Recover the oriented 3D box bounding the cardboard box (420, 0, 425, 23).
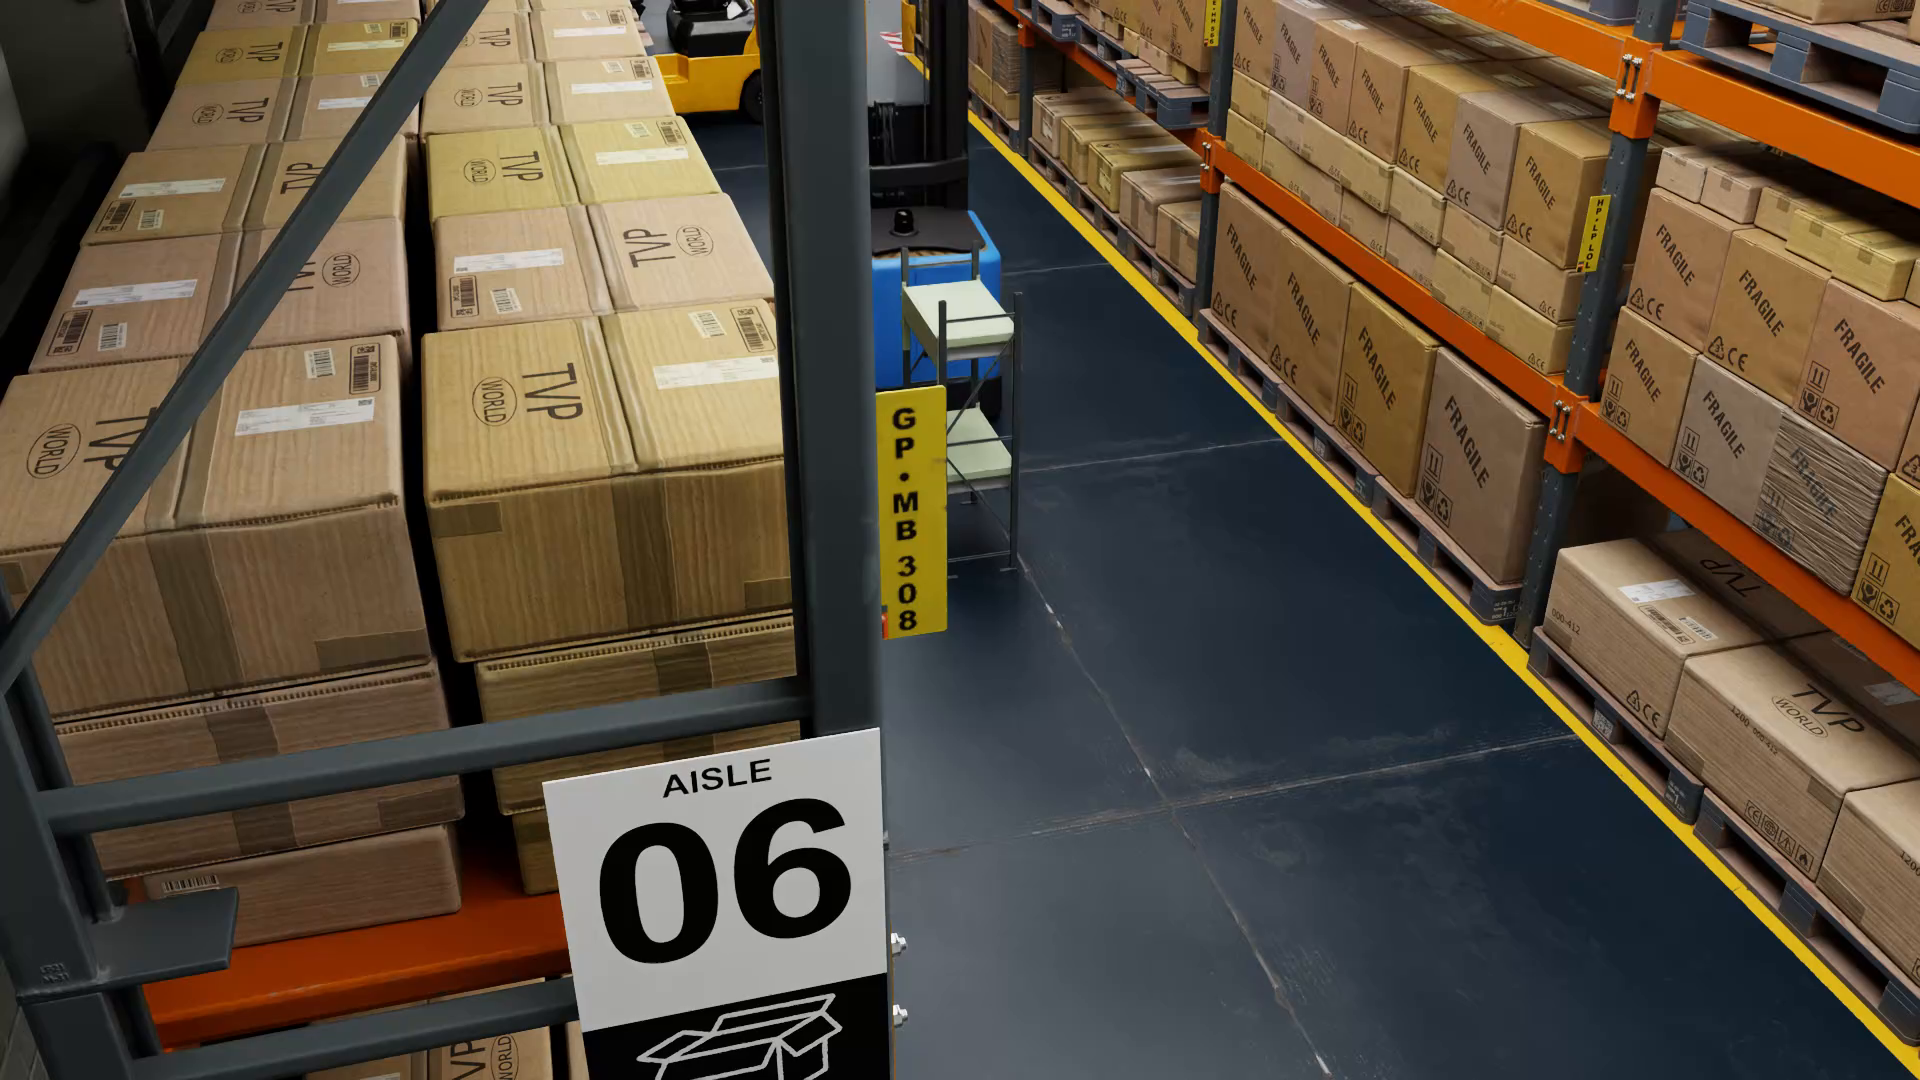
[{"bbox_3d":[-1.792,-1.510,4.724,0.500,0.250,0.500,-8,31,-14],"label":"cardboard box"}]

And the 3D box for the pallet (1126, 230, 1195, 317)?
[{"bbox_3d":[1.868,-1.973,11.948,1.003,0.211,1.213,-8,31,-13],"label":"pallet"}]

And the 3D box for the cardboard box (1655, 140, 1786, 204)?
[{"bbox_3d":[2.969,-1.440,6.498,0.380,0.149,0.250,-8,31,-14],"label":"cardboard box"}]

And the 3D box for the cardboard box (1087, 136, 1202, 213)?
[{"bbox_3d":[1.534,-2.843,12.872,0.950,0.372,0.625,-7,31,-12],"label":"cardboard box"}]

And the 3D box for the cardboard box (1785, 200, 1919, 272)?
[{"bbox_3d":[3.168,-1.072,5.863,0.380,0.149,0.250,-8,31,-14],"label":"cardboard box"}]

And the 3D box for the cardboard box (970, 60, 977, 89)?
[{"bbox_3d":[0.315,-4.478,15.818,0.500,0.250,0.500,-7,31,-13],"label":"cardboard box"}]

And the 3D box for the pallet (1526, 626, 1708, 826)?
[{"bbox_3d":[3.262,0.714,7.306,1.003,0.211,1.213,-8,31,-13],"label":"pallet"}]

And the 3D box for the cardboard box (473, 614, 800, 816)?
[{"bbox_3d":[-0.442,0.111,2.423,0.500,0.250,0.500,-8,31,-14],"label":"cardboard box"}]

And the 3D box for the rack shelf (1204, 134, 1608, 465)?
[{"bbox_3d":[2.605,-1.525,9.109,1.077,0.370,4.000,-8,31,-13],"label":"rack shelf"}]

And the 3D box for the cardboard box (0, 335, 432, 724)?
[{"bbox_3d":[-0.975,-0.033,2.172,0.500,0.250,0.500,-9,31,-15],"label":"cardboard box"}]

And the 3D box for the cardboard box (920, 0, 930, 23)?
[{"bbox_3d":[-0.095,-5.545,16.912,0.500,0.500,0.500,-9,31,-15],"label":"cardboard box"}]

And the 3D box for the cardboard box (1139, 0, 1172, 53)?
[{"bbox_3d":[1.537,-3.587,11.137,0.500,0.500,0.500,-8,31,-14],"label":"cardboard box"}]

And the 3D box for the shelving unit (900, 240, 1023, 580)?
[{"bbox_3d":[-0.002,-0.652,8.380,0.431,1.500,0.755,-8,31,-13],"label":"shelving unit"}]

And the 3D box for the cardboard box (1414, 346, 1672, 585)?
[{"bbox_3d":[2.894,-0.421,8.186,0.875,0.875,0.875,-7,31,-12],"label":"cardboard box"}]

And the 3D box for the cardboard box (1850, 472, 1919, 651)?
[{"bbox_3d":[3.400,0.081,5.516,0.500,0.500,0.500,-7,31,-12],"label":"cardboard box"}]

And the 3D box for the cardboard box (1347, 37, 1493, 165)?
[{"bbox_3d":[2.363,-2.273,8.585,0.500,0.500,0.500,-7,31,-12],"label":"cardboard box"}]

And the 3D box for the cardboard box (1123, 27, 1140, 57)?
[{"bbox_3d":[1.363,-3.492,11.620,0.380,0.149,0.250,-7,31,-12],"label":"cardboard box"}]

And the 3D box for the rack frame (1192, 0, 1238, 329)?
[{"bbox_3d":[2.074,-2.802,10.597,1.000,3.000,0.127,-8,31,-13],"label":"rack frame"}]

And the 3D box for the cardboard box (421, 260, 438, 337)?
[{"bbox_3d":[-1.244,-0.307,3.144,0.500,0.250,0.500,-9,31,-14],"label":"cardboard box"}]

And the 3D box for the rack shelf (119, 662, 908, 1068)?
[{"bbox_3d":[-1.118,-0.230,3.876,1.077,0.370,4.000,-8,31,-13],"label":"rack shelf"}]

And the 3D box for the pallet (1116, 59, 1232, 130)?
[{"bbox_3d":[1.782,-3.049,11.215,1.213,0.211,1.003,-8,31,-13],"label":"pallet"}]

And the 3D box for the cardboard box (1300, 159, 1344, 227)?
[{"bbox_3d":[2.248,-1.968,9.305,0.500,0.250,0.500,-7,31,-12],"label":"cardboard box"}]

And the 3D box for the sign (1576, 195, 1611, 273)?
[{"bbox_3d":[2.615,-1.260,6.856,0.100,0.325,0.005,-8,31,-13],"label":"sign"}]

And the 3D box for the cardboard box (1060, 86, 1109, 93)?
[{"bbox_3d":[1.116,-4.047,15.073,0.500,0.250,0.500,-9,31,-16],"label":"cardboard box"}]

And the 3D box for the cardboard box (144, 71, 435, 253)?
[{"bbox_3d":[-1.366,-0.777,3.457,0.500,0.250,0.500,-8,31,-13],"label":"cardboard box"}]

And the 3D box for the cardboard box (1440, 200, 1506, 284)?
[{"bbox_3d":[2.644,-1.443,7.899,0.500,0.250,0.500,-7,31,-12],"label":"cardboard box"}]

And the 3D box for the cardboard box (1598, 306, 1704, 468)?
[{"bbox_3d":[3.008,-0.652,6.783,0.500,0.500,0.500,-7,31,-12],"label":"cardboard box"}]

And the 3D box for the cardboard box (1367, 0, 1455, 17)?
[{"bbox_3d":[2.607,-2.817,9.524,0.500,0.500,0.500,-7,31,-12],"label":"cardboard box"}]

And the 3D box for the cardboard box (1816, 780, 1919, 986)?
[{"bbox_3d":[3.675,1.242,5.748,0.875,0.438,0.875,-7,31,-12],"label":"cardboard box"}]

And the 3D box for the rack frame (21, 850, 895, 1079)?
[{"bbox_3d":[-0.587,1.723,2.778,1.000,3.000,0.127,-8,31,-13],"label":"rack frame"}]

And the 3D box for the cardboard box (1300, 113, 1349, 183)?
[{"bbox_3d":[2.227,-2.184,9.180,0.500,0.250,0.500,-8,31,-13],"label":"cardboard box"}]

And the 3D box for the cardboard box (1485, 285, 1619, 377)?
[{"bbox_3d":[2.773,-0.989,7.613,0.500,0.250,0.500,-9,31,-14],"label":"cardboard box"}]

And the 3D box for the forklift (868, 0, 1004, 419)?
[{"bbox_3d":[8.680,-2.491,9.923,19.036,3.140,7.460,-6,31,-10],"label":"forklift"}]

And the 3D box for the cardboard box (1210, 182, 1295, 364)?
[{"bbox_3d":[2.177,-1.720,10.429,0.875,0.875,0.875,-8,31,-14],"label":"cardboard box"}]

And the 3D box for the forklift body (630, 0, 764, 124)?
[{"bbox_3d":[-2.572,-4.964,15.179,2.313,2.155,1.214,-8,31,-13],"label":"forklift body"}]

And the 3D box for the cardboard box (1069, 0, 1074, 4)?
[{"bbox_3d":[1.061,-4.250,12.930,0.380,0.149,0.250,-6,31,-10],"label":"cardboard box"}]

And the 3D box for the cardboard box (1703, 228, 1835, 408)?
[{"bbox_3d":[3.156,-0.839,6.108,0.500,0.500,0.500,-8,31,-14],"label":"cardboard box"}]

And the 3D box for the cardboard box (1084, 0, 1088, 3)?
[{"bbox_3d":[1.112,-4.341,12.440,0.500,0.500,0.500,-8,31,-14],"label":"cardboard box"}]

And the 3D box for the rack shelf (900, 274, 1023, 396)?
[{"bbox_3d":[-0.002,-0.990,8.184,0.431,0.370,0.720,-8,31,-13],"label":"rack shelf"}]

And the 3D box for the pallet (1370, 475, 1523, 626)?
[{"bbox_3d":[2.858,-0.026,8.585,1.003,0.211,1.213,-8,31,-13],"label":"pallet"}]

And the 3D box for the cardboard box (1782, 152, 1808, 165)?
[{"bbox_3d":[3.524,-1.521,6.638,0.380,0.149,0.250,-8,31,-14],"label":"cardboard box"}]

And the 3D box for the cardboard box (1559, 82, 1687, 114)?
[{"bbox_3d":[3.134,-1.839,7.835,0.500,0.500,0.500,-8,31,-14],"label":"cardboard box"}]

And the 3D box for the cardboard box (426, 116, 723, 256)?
[{"bbox_3d":[-0.726,-0.592,3.137,0.500,0.250,0.500,-8,31,-14],"label":"cardboard box"}]

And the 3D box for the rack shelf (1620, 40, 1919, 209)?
[{"bbox_3d":[3.666,-0.891,5.019,1.077,0.370,4.000,-8,31,-13],"label":"rack shelf"}]
